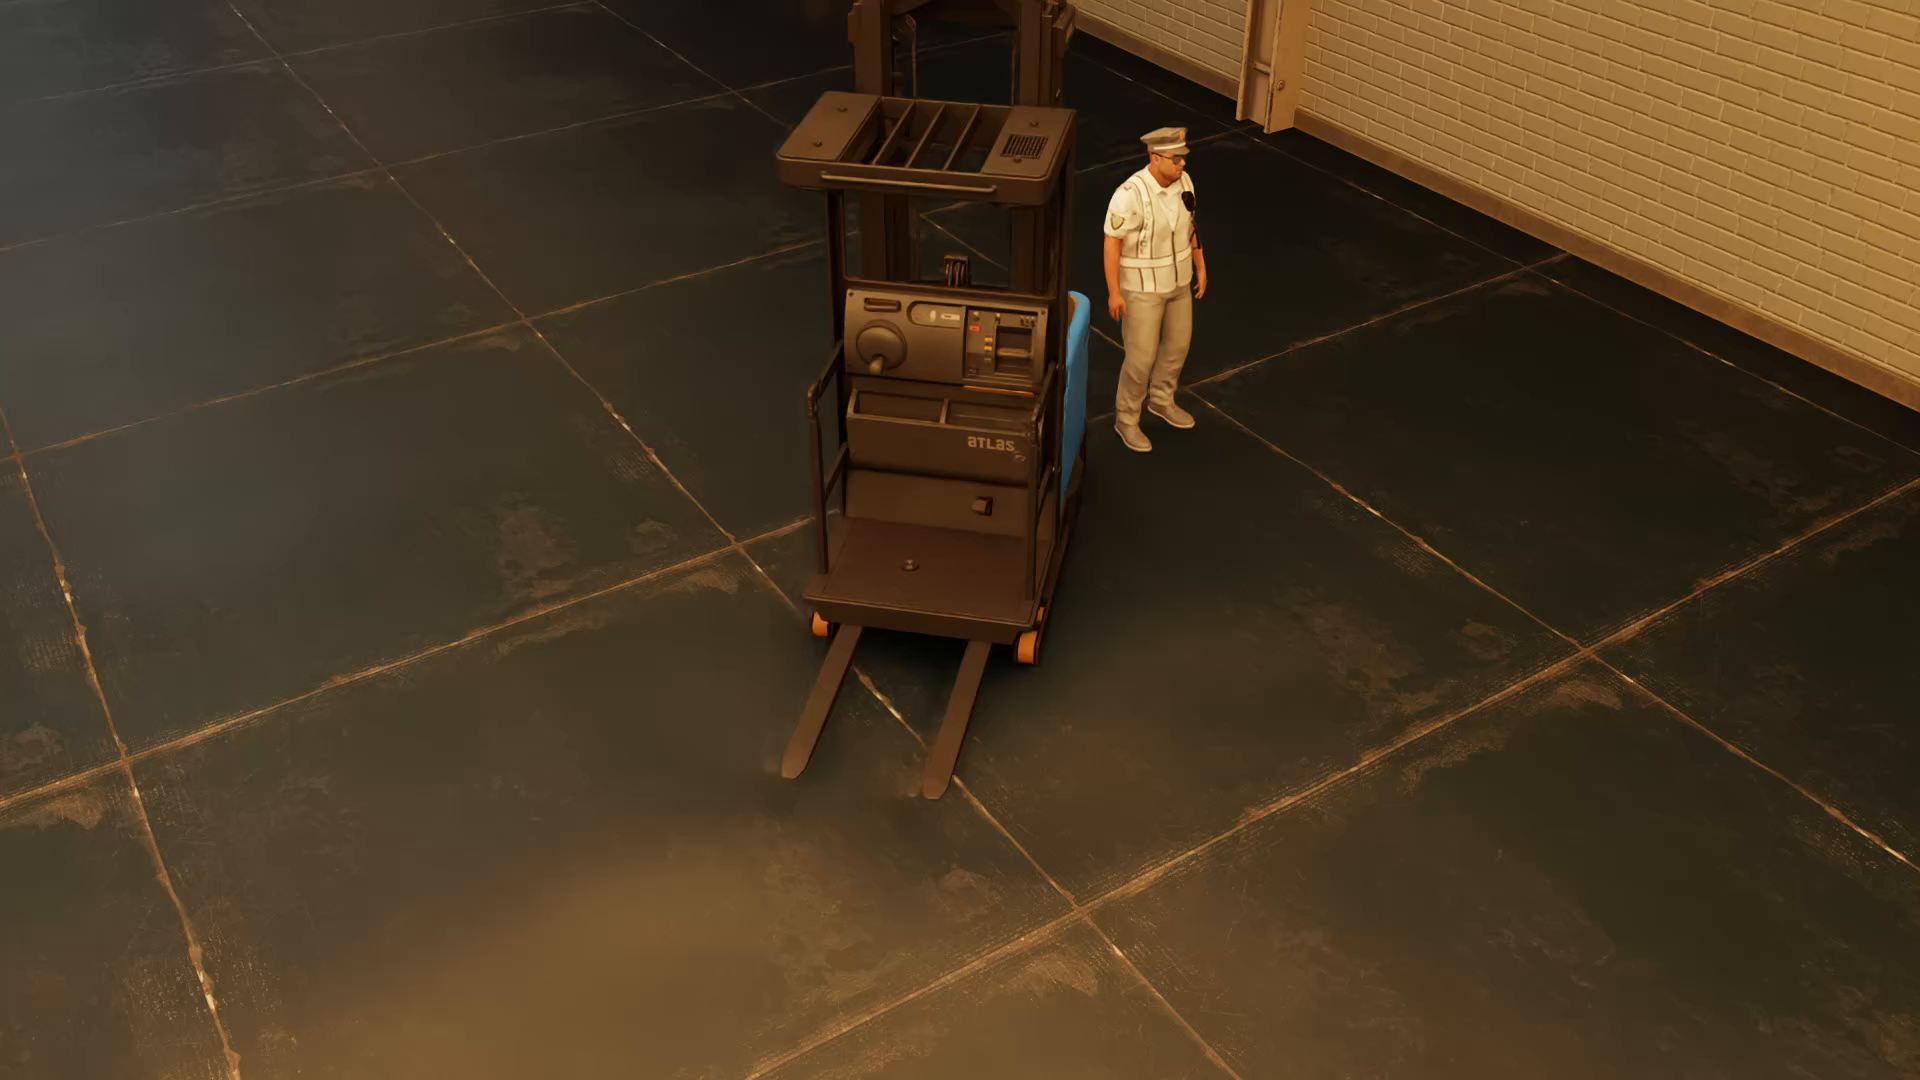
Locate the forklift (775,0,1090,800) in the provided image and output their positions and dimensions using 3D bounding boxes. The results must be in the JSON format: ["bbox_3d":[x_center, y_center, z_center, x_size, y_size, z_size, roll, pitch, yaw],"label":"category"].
[{"bbox_3d":[-0.108,-0.847,7.352,1.130,2.935,3.031,7,36,10],"label":"forklift"}]

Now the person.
[{"bbox_3d":[1.110,-1.406,9.154,0.664,1.773,0.494,-23,41,-29],"label":"person"}]
